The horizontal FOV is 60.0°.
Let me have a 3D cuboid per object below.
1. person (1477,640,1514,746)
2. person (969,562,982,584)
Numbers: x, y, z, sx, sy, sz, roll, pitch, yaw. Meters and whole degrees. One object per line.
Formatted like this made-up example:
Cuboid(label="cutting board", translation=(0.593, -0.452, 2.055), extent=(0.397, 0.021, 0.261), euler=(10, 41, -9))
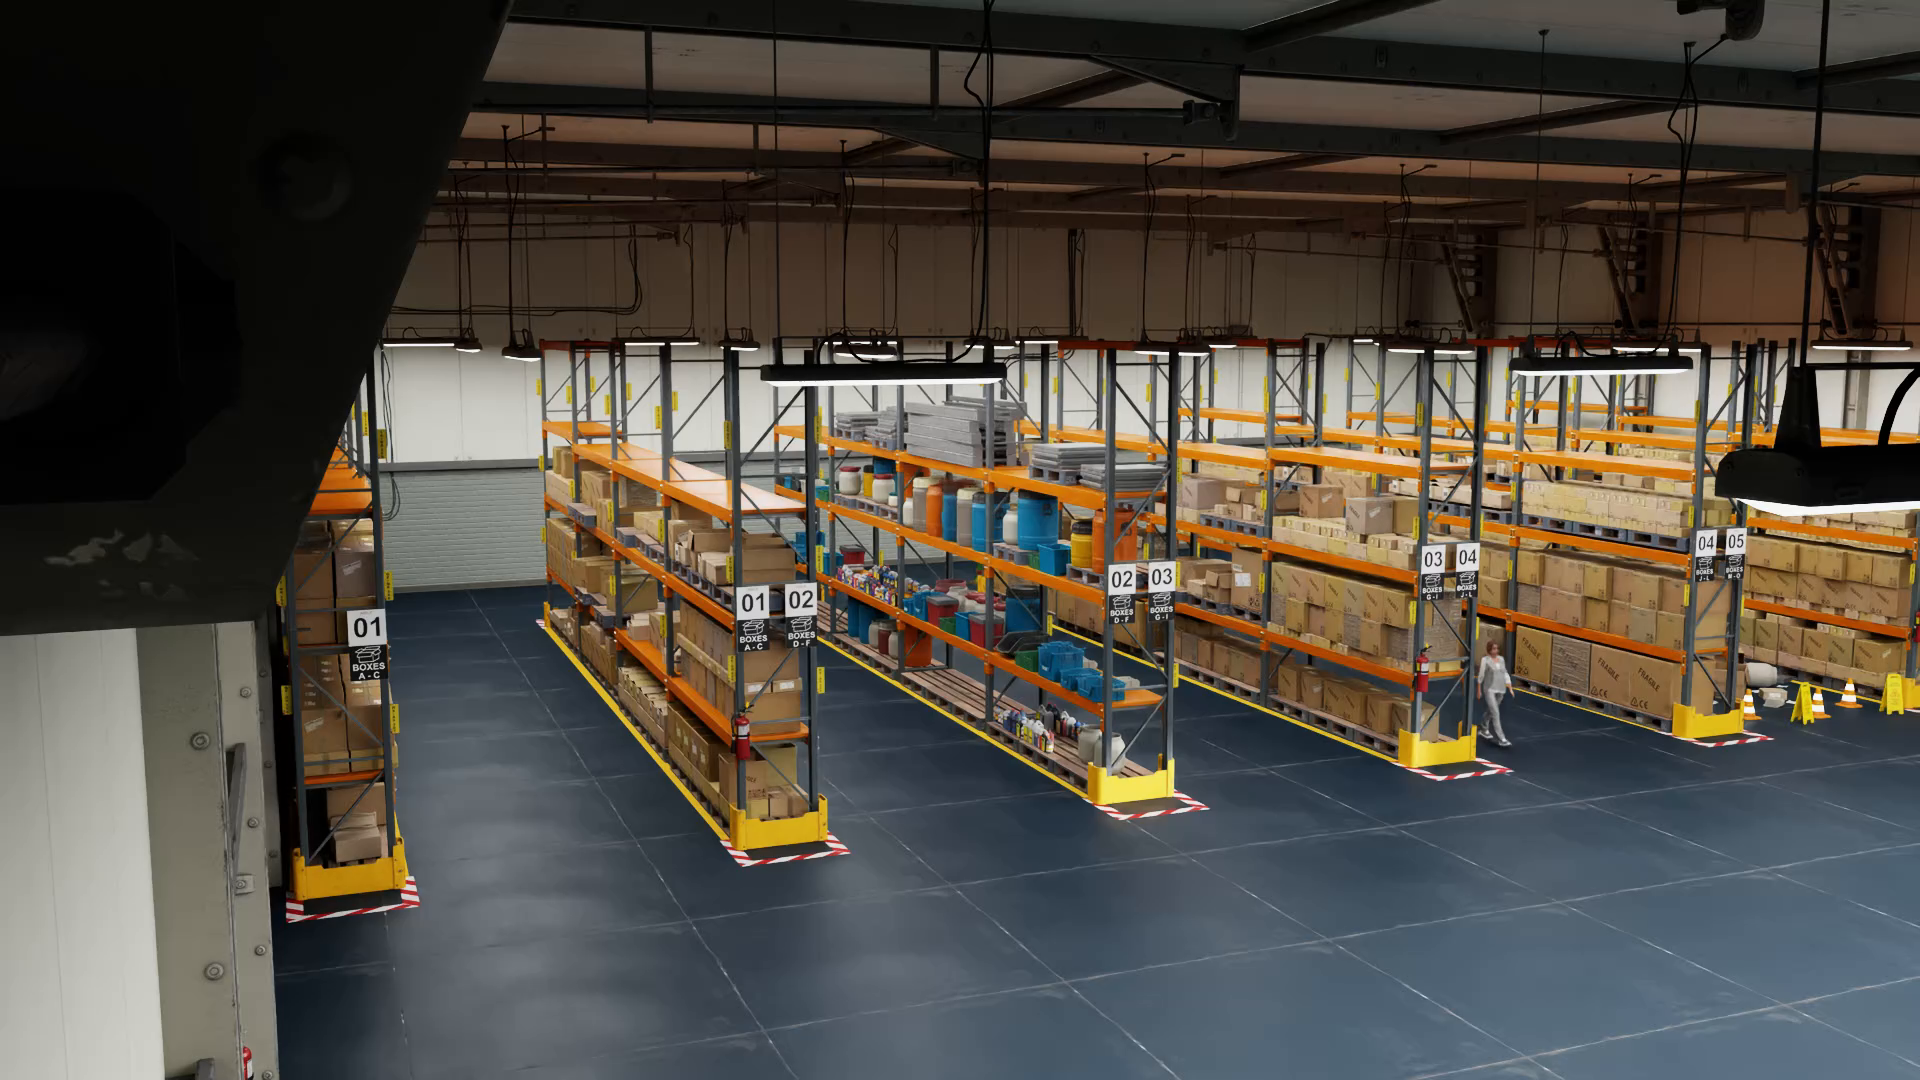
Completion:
Cuboid(label="person", translation=(8.099, 2.293, 25.050), extent=(0.435, 1.549, 0.919), euler=(-2, 8, -18))
Cuboid(label="person", translation=(0.601, 0.187, 40.581), extent=(1.046, 1.752, 0.517), euler=(-5, 9, -33))
